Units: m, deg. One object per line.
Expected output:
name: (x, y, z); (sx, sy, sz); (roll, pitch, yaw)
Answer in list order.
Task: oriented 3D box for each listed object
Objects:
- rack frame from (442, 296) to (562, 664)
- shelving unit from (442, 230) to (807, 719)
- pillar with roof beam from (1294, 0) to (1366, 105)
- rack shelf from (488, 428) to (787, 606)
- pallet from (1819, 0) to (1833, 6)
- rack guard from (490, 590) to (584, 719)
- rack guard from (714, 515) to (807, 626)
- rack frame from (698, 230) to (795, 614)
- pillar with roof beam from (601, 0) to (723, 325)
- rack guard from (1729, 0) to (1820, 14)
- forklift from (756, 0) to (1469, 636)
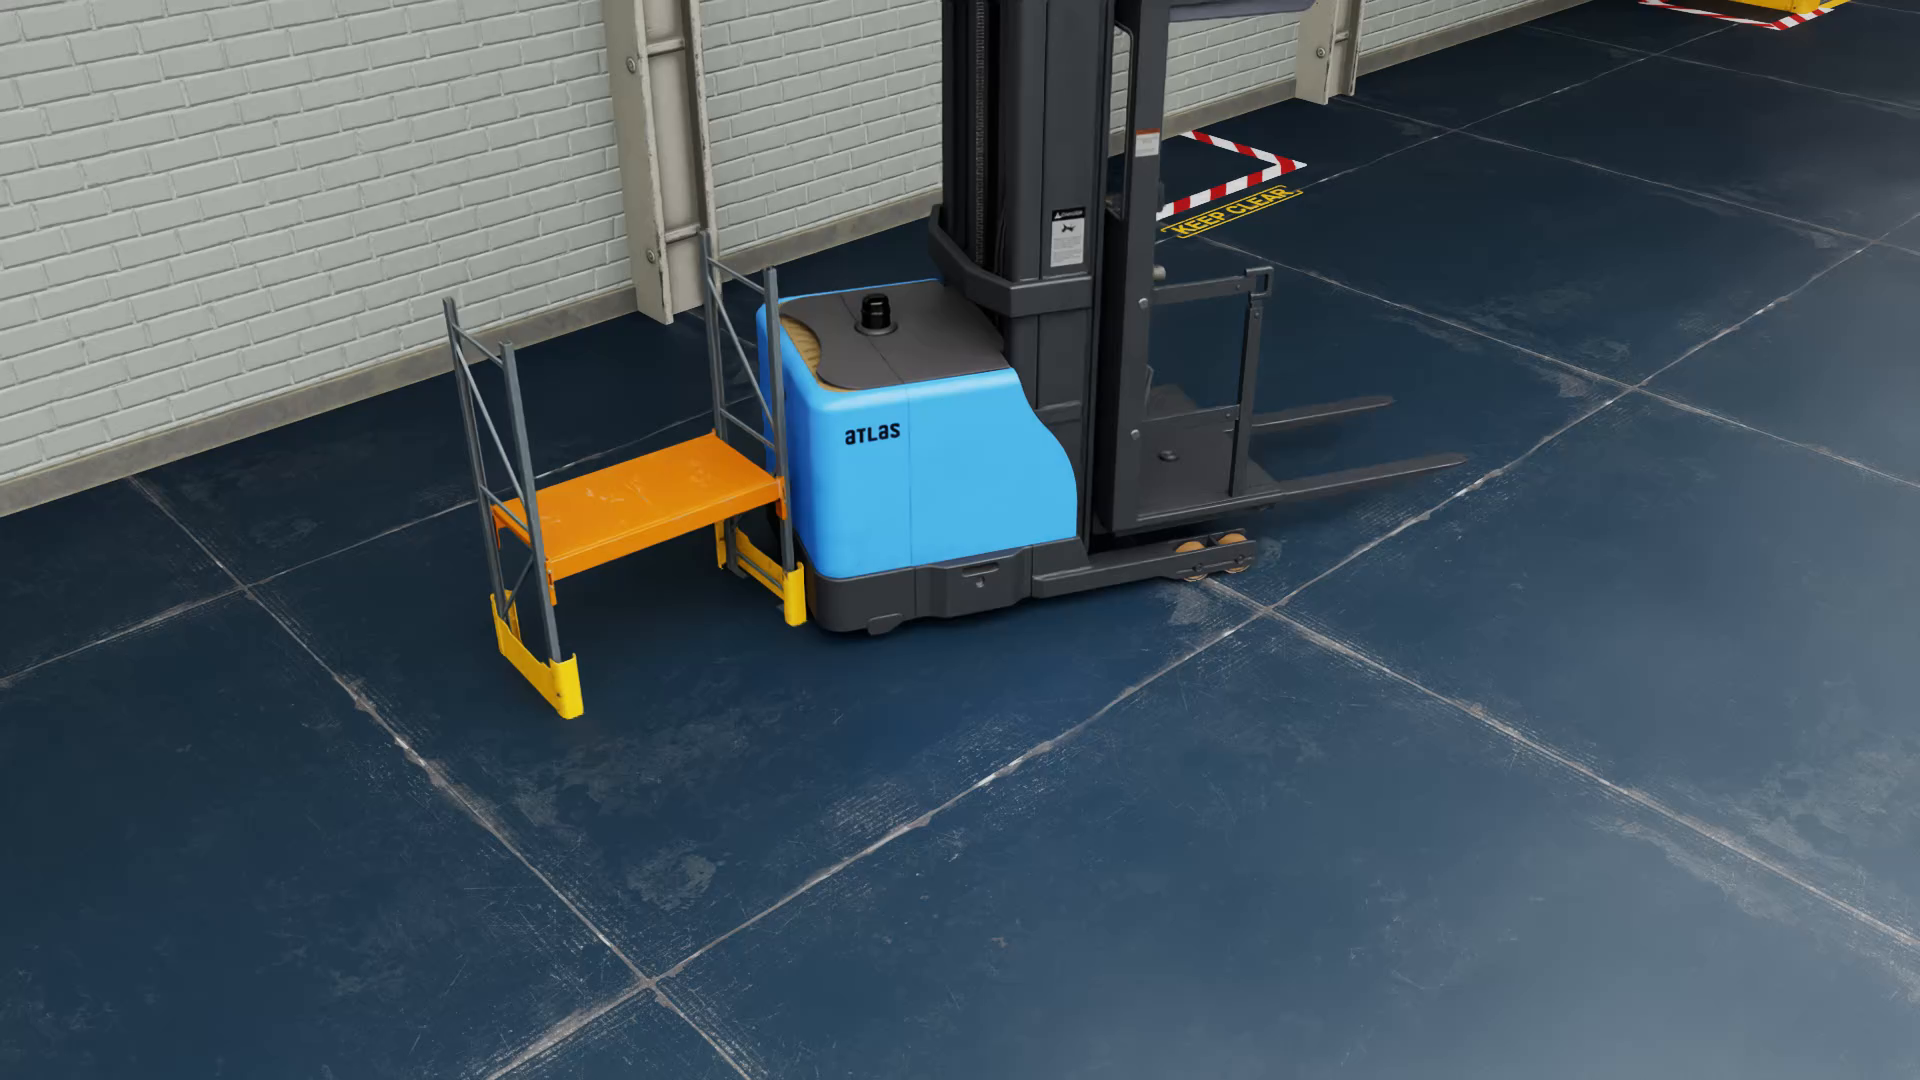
rack frame: (-1.624, -0.098, 5.973); (0.032, 1.500, 0.500); (-22, 38, -32)
shelving unit: (-1.216, -0.265, 6.246); (1.083, 1.500, 0.587); (-22, 38, -32)
pillar with roof beam: (5.740, -5.639, 7.846); (0.400, 9.000, 9.100); (-26, 40, -35)
rack shelf: (-1.224, -0.109, 6.335); (1.000, 0.185, 0.538); (-22, 38, -32)
pallet: (7.963, -5.388, 15.858); (1.213, 0.211, 1.003); (-26, 40, -35)
rack guard: (-1.608, 0.429, 6.310); (0.087, 0.250, 0.587); (-22, 38, -32)
rack guard: (-0.824, 0.108, 6.834); (0.087, 0.250, 0.587); (-22, 38, -32)
rack frame: (-0.823, -0.426, 6.508); (0.032, 1.500, 0.500); (-22, 38, -32)
pillar with roof beam: (1.340, -3.511, 4.366); (0.400, 9.000, 9.100); (-26, 40, -35)
rack guard: (7.343, -5.236, 15.334); (0.348, 0.500, 1.175); (-26, 40, -35)
forklift: (0.729, -1.327, 6.610); (3.031, 2.935, 1.130); (-10, 33, -16)
